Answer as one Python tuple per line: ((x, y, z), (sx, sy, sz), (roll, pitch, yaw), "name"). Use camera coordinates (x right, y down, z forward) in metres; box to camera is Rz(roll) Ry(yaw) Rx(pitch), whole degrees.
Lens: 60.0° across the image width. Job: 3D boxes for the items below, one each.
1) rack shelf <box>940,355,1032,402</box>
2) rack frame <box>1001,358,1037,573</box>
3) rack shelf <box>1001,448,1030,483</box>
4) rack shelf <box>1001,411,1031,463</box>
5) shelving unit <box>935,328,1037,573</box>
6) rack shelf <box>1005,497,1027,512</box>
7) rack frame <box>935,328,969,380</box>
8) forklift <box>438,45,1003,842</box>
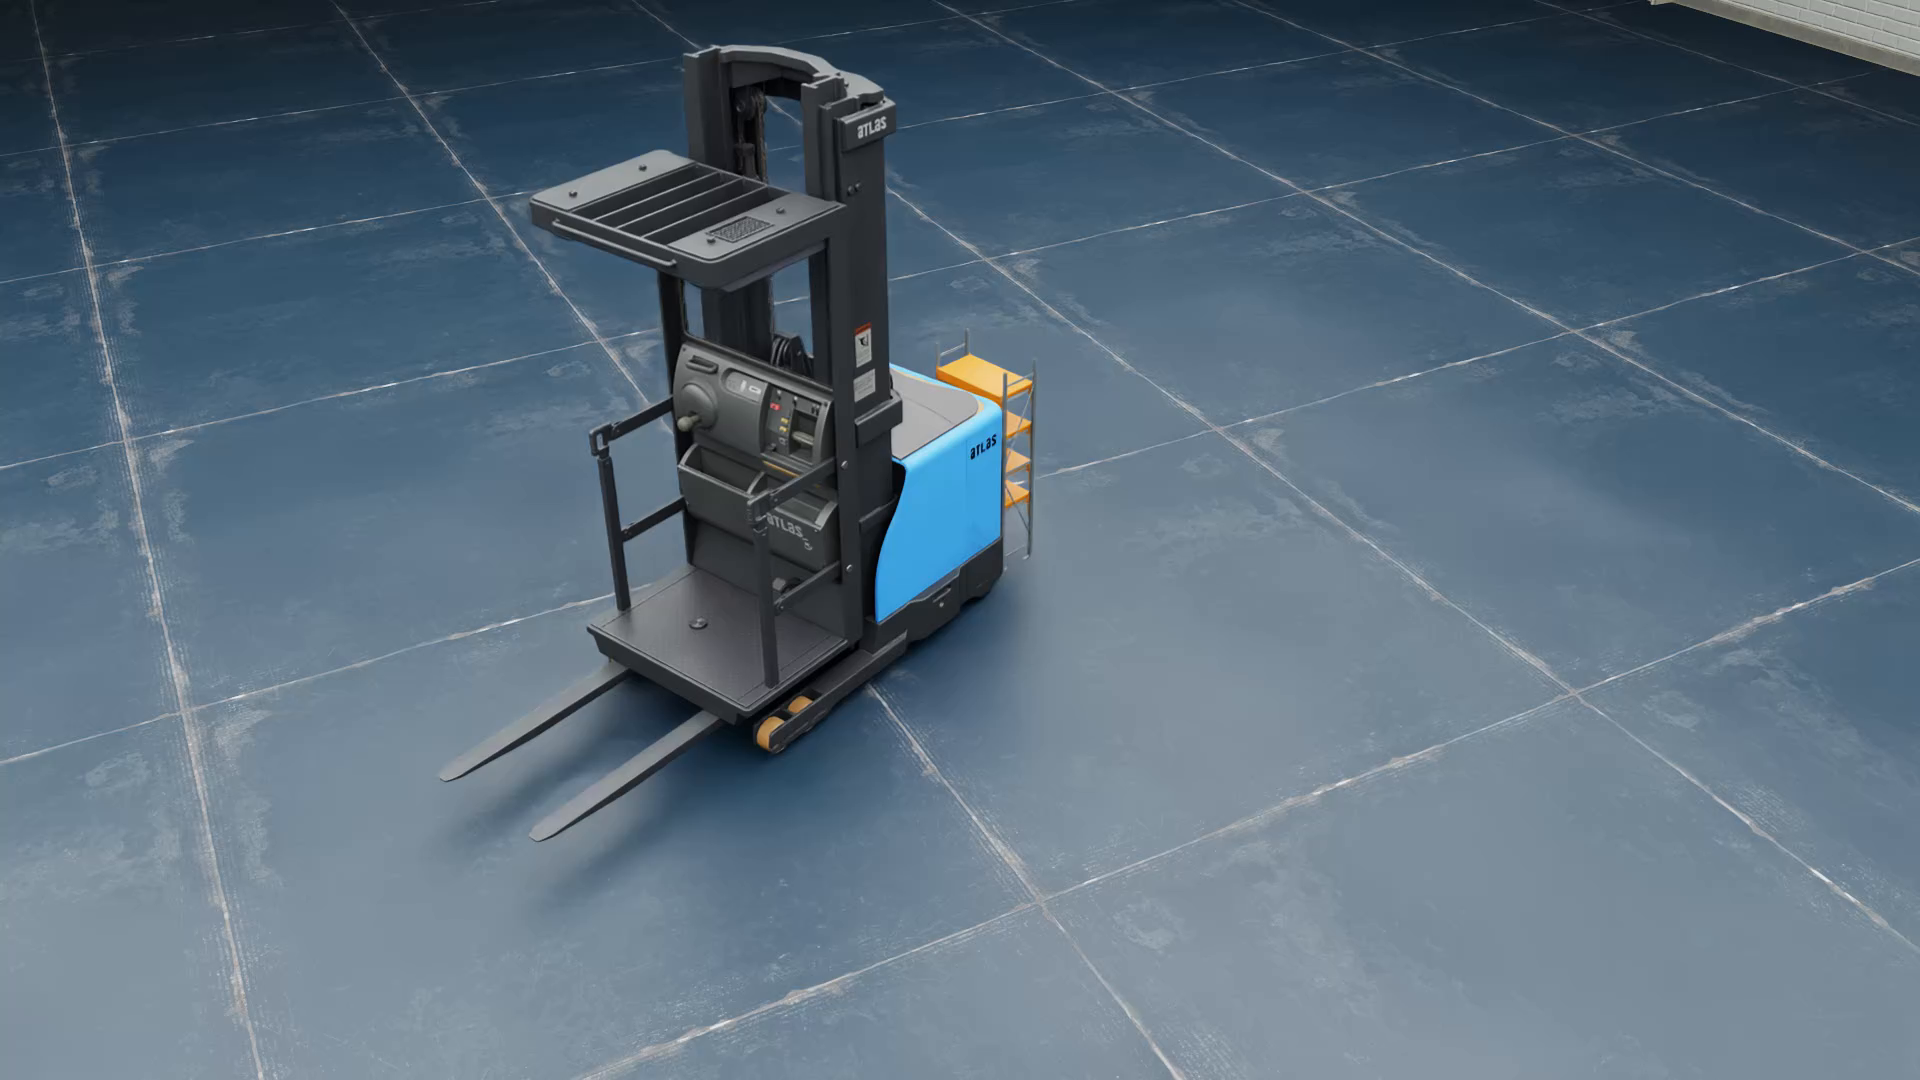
((0.132, -0.833, 8.636), (0.221, 0.050, 0.457), (-28, 42, -36), "rack shelf")
((0.304, -0.376, 8.724), (0.240, 1.200, 0.015), (-28, 42, -36), "rack frame")
((0.132, -0.412, 8.906), (0.258, 0.148, 0.480), (-28, 42, -36), "rack shelf")
((0.132, -0.601, 8.785), (0.258, 0.148, 0.480), (-28, 42, -36), "rack shelf")
((0.132, -0.469, 8.869), (0.258, 1.200, 0.503), (-28, 42, -36), "shelving unit")
((0.132, -0.269, 8.997), (0.199, 0.029, 0.442), (-28, 42, -36), "rack shelf")
((-0.041, -0.562, 9.015), (0.240, 1.200, 0.015), (-28, 42, -36), "rack frame")
((-1.078, -0.550, 7.391), (1.130, 2.935, 3.031), (23, 39, 31), "forklift")
